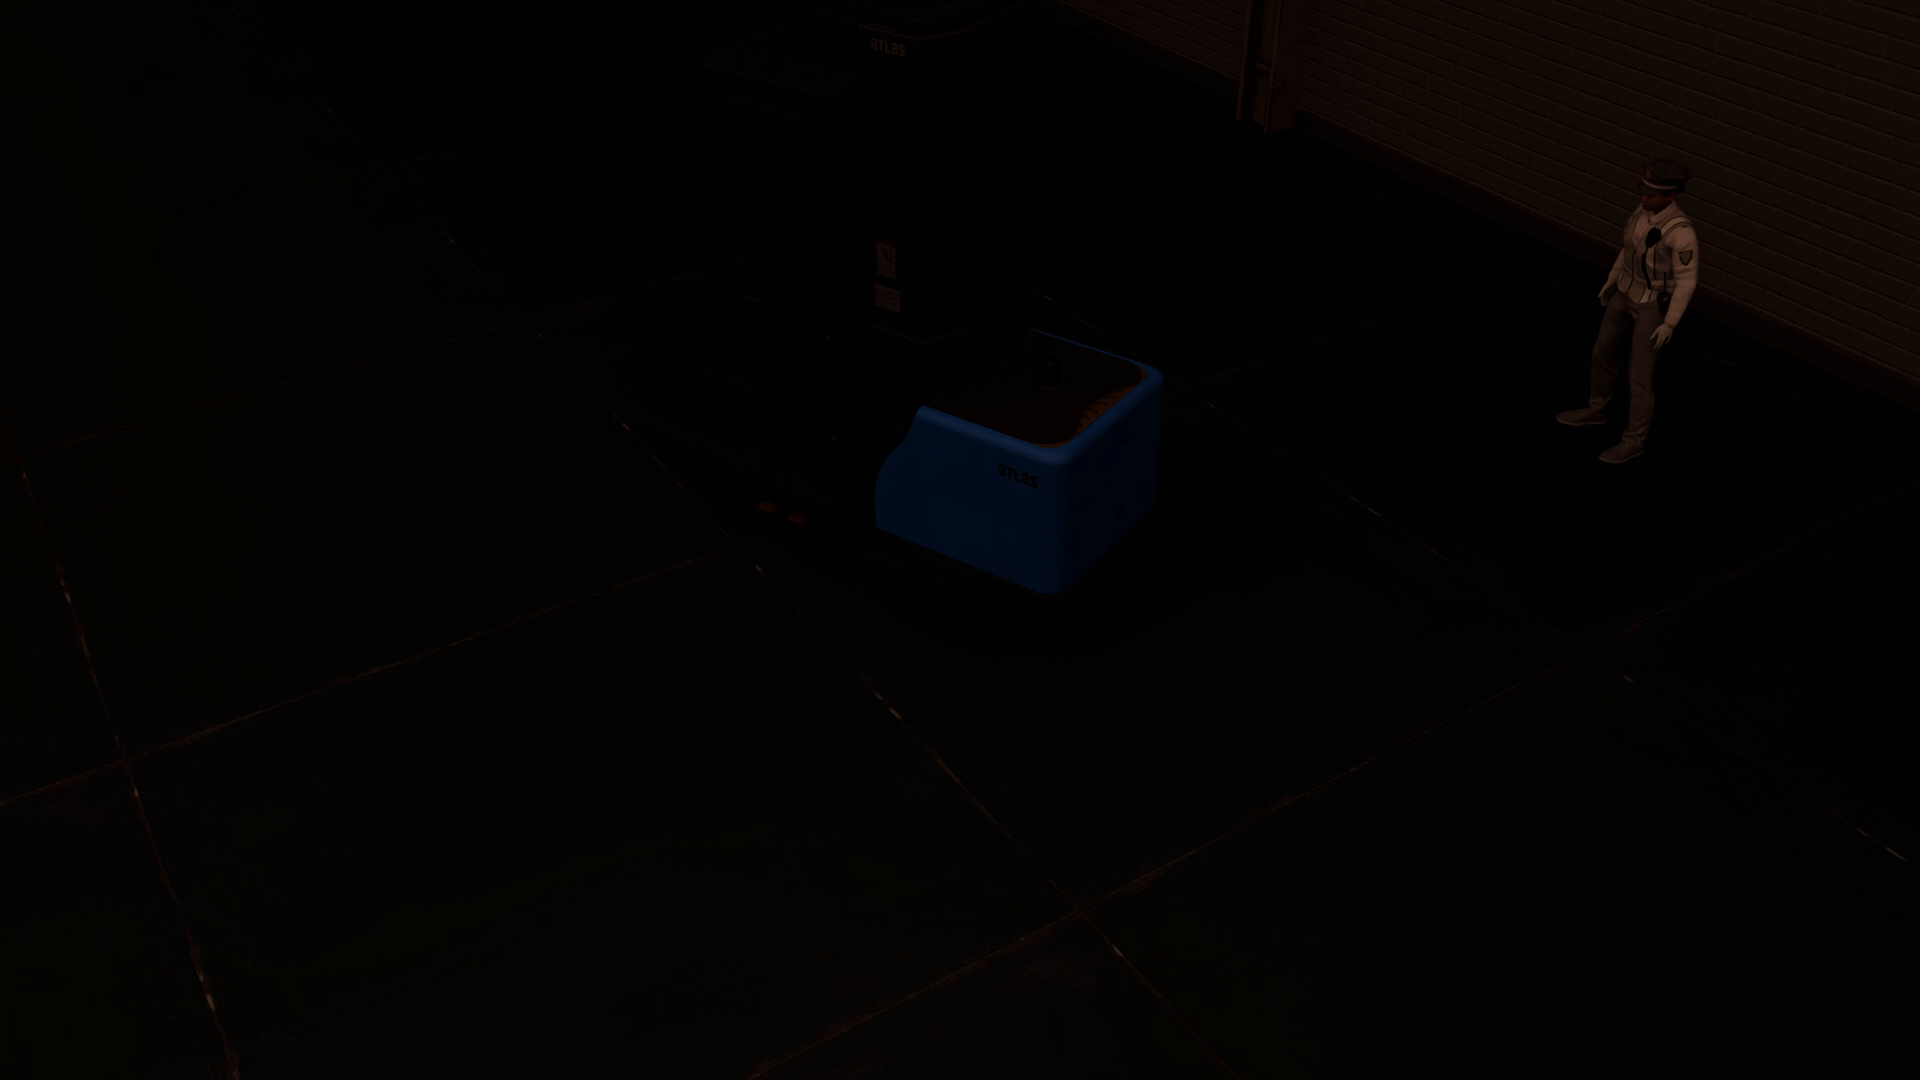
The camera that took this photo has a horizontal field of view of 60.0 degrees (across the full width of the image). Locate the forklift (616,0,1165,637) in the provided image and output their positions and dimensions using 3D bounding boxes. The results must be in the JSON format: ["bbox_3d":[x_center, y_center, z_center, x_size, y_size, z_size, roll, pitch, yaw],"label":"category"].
[{"bbox_3d":[-0.500,-1.399,8.138,3.031,2.935,1.130,22,41,28],"label":"forklift"}]

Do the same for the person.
[{"bbox_3d":[3.707,-1.280,9.079,0.388,1.664,0.614,-8,36,-11],"label":"person"}]
